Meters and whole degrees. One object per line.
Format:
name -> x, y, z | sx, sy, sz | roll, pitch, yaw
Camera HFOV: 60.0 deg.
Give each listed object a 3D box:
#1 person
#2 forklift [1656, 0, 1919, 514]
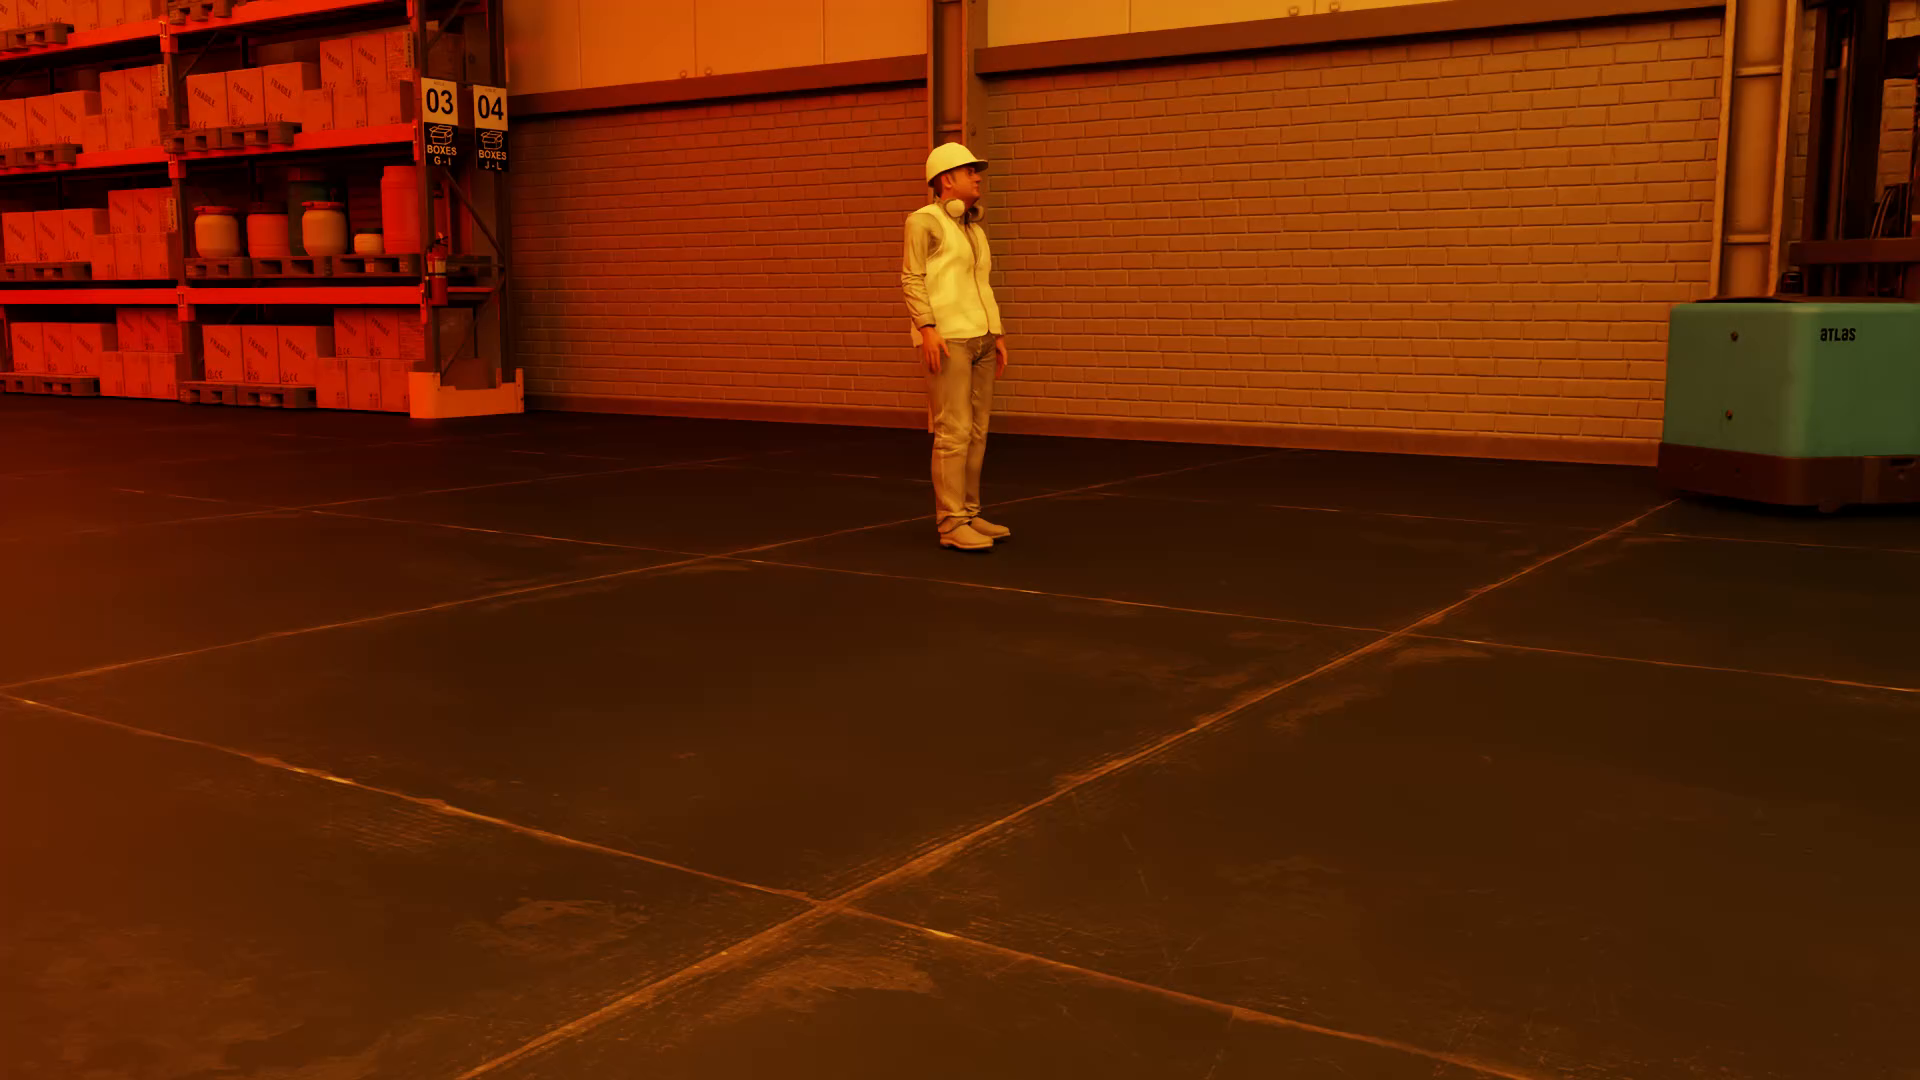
person -> 0.047, -0.880, 7.437 | 0.568, 1.773, 0.632 | 5, 10, 34
forklift -> 5.429, -1.675, 8.973 | 3.031, 2.935, 1.130 | -2, 8, -16
